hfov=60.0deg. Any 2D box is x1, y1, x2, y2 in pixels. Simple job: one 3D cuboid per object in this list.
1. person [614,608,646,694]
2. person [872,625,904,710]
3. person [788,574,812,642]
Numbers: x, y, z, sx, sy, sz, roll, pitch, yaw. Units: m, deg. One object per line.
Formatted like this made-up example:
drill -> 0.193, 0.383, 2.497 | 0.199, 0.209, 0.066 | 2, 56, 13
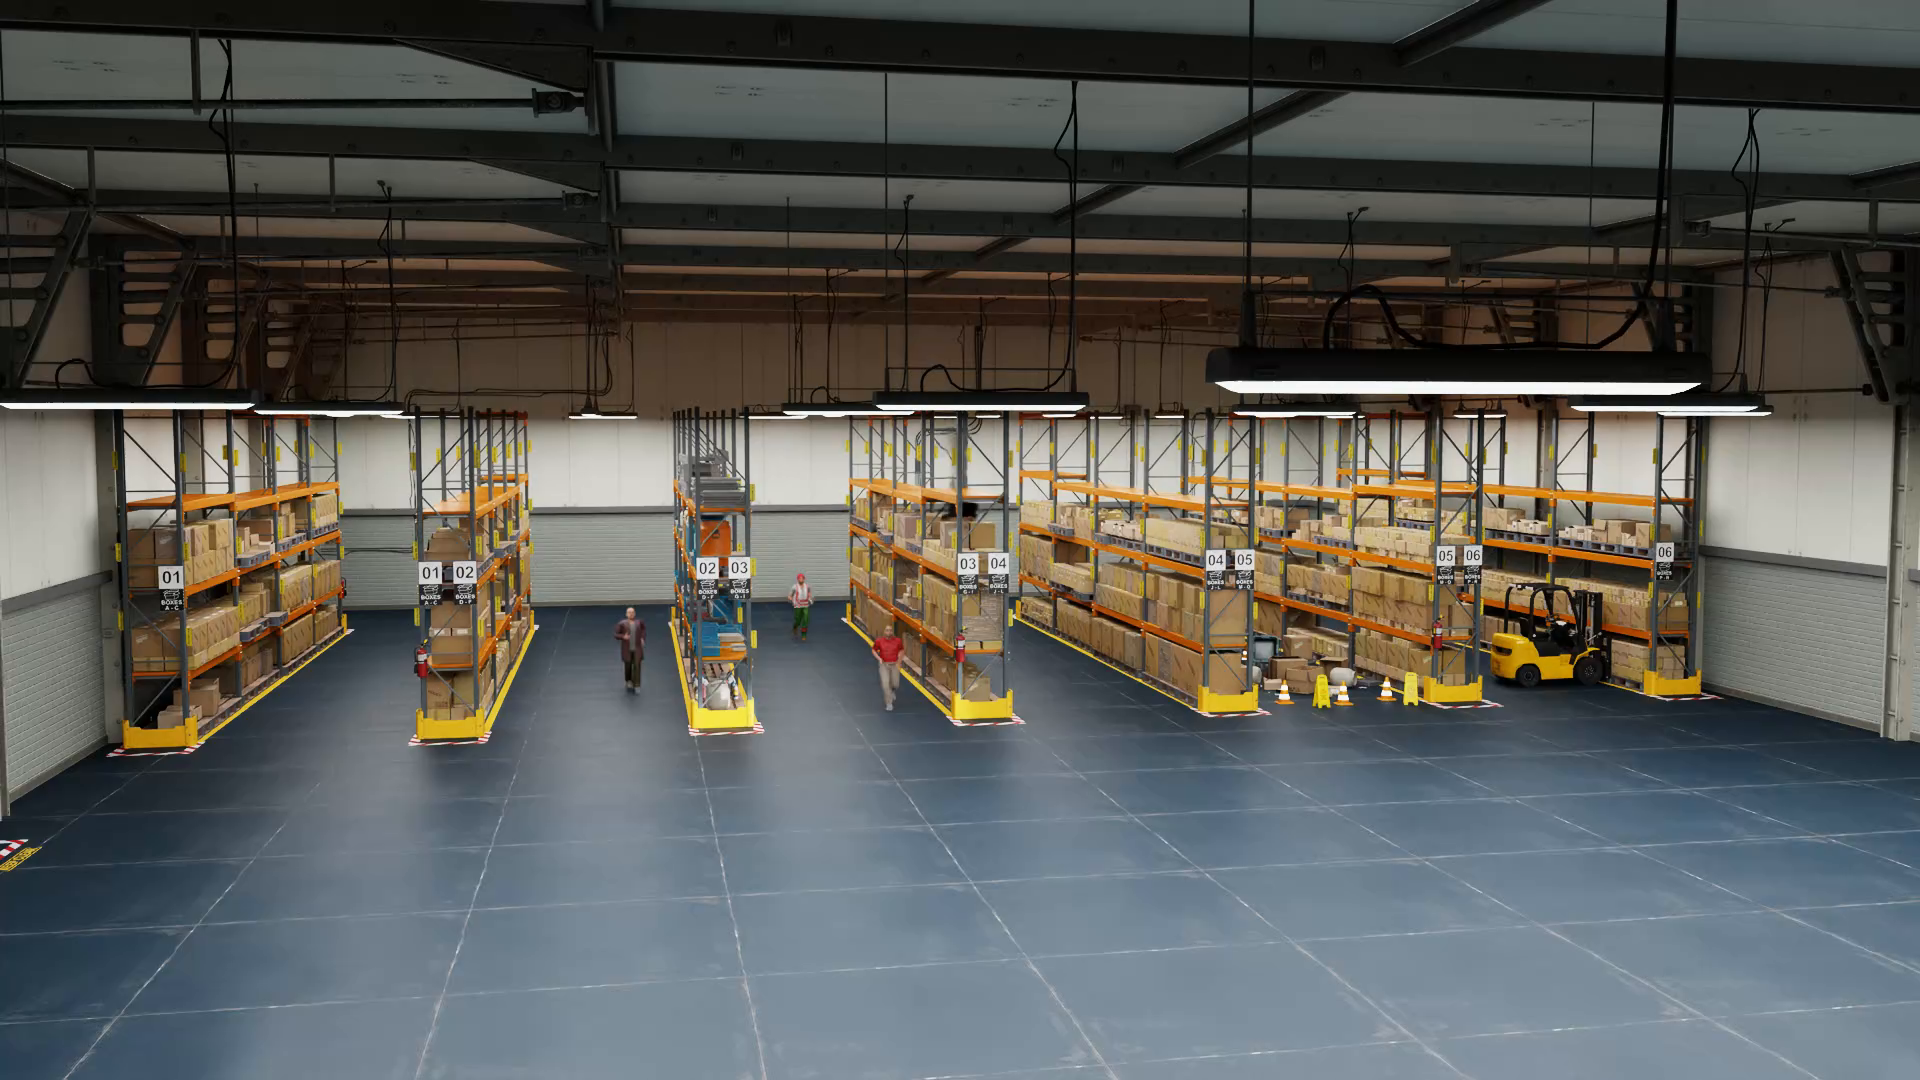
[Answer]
person -> -6.935, 2.309, 35.076 | 0.709, 1.771, 1.034 | -1, 4, -19
person -> -1.431, 2.535, 33.199 | 0.658, 1.693, 0.622 | -1, 4, -7
person -> -4.153, 1.757, 43.458 | 0.657, 1.771, 0.863 | -2, 4, -23
